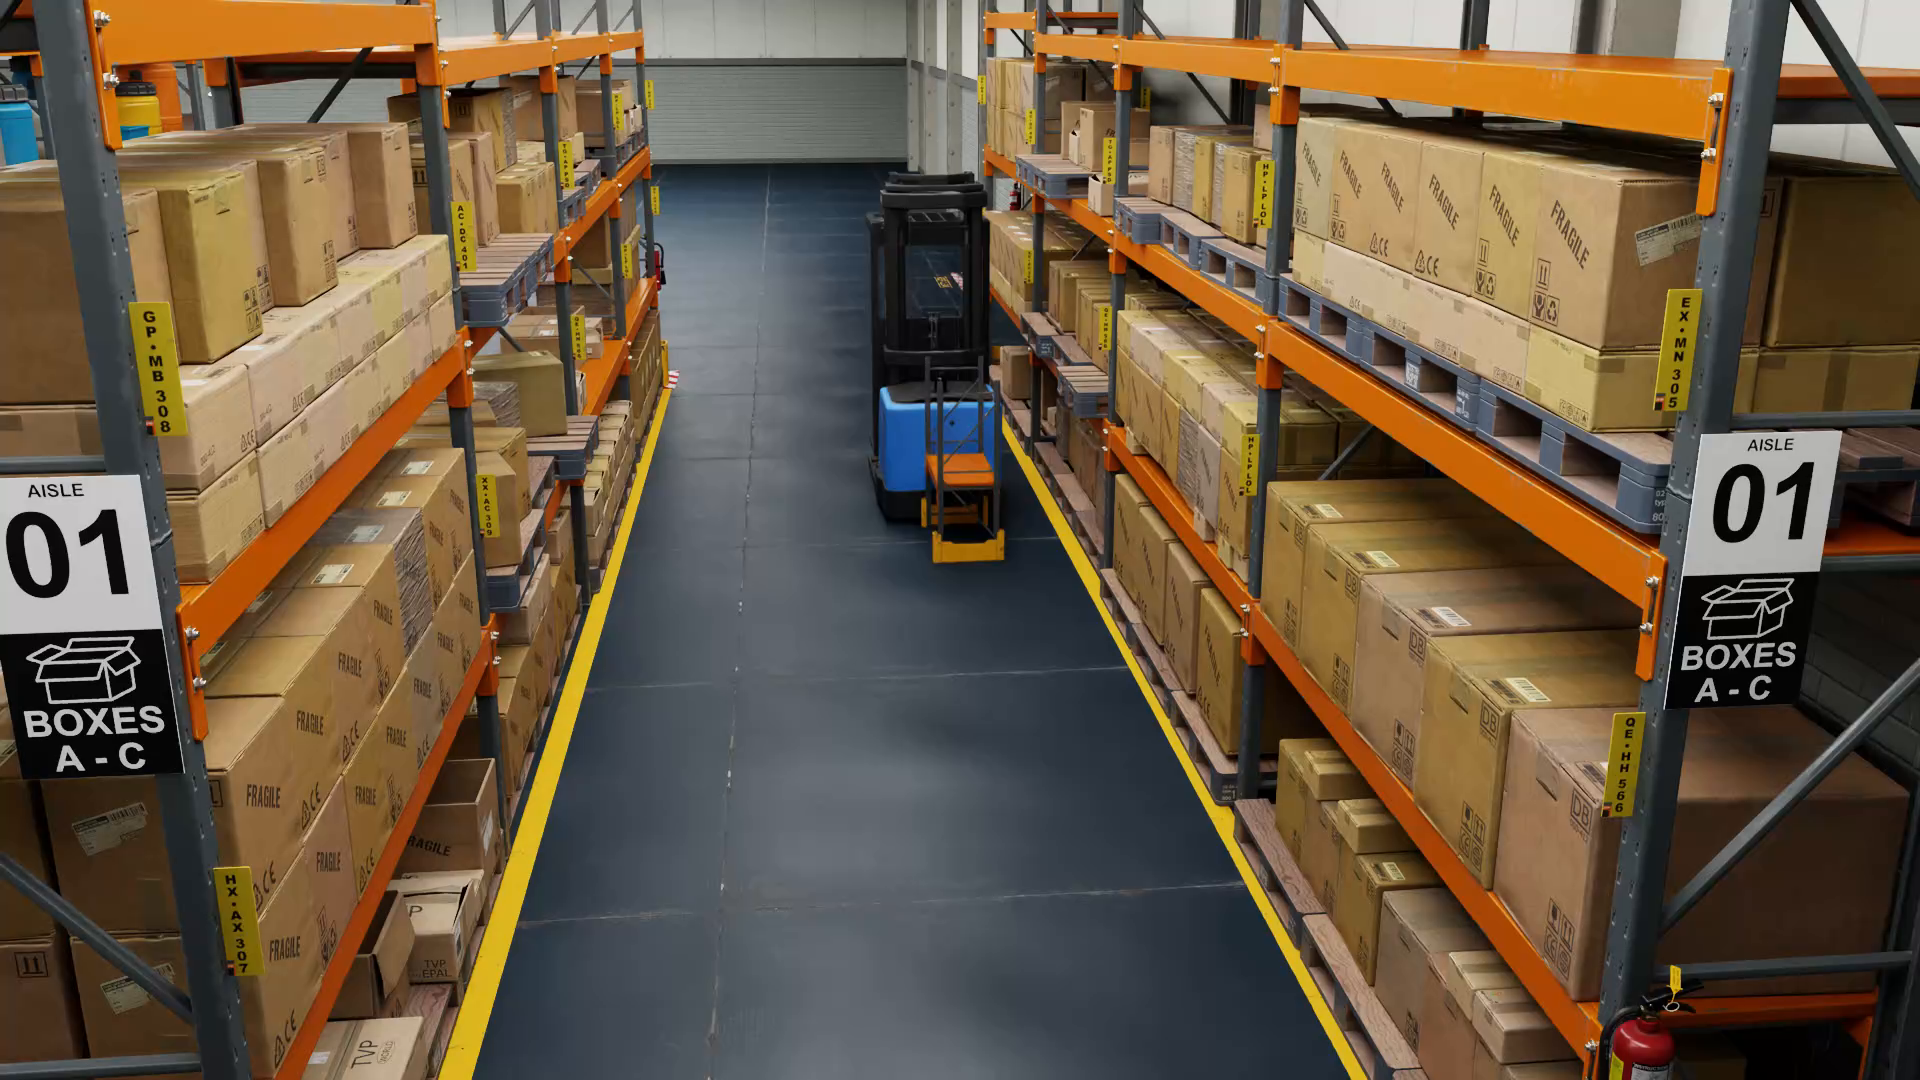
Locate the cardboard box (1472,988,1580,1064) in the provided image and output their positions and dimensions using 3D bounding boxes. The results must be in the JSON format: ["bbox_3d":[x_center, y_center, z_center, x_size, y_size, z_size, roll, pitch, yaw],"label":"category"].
[{"bbox_3d":[2.085,1.745,6.000,0.380,0.149,0.250,-2,18,-6],"label":"cardboard box"}]

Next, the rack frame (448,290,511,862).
[{"bbox_3d":[-2.889,0.263,8.332,1.000,3.000,0.127,-2,18,-6],"label":"rack frame"}]

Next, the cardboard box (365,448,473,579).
[{"bbox_3d":[-2.579,-0.119,7.713,0.500,0.500,0.500,-2,18,-5],"label":"cardboard box"}]

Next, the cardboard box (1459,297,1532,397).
[{"bbox_3d":[2.056,-0.672,5.685,0.500,0.250,0.500,-2,18,-8],"label":"cardboard box"}]

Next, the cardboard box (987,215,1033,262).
[{"bbox_3d":[0.592,-3.463,19.166,0.500,0.500,0.500,-2,18,-5],"label":"cardboard box"}]

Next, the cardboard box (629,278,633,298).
[{"bbox_3d":[-3.987,-2.916,18.291,0.700,0.500,0.500,-2,18,-5],"label":"cardboard box"}]

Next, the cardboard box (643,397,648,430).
[{"bbox_3d":[-3.507,-1.306,17.218,0.500,0.250,0.500,-2,18,-6],"label":"cardboard box"}]

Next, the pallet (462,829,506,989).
[{"bbox_3d":[-2.819,1.798,8.098,1.003,0.211,1.213,-2,18,-6],"label":"pallet"}]

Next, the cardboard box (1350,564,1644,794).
[{"bbox_3d":[2.233,0.562,6.879,0.980,0.700,0.700,-3,18,-8],"label":"cardboard box"}]

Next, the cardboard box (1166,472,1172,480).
[{"bbox_3d":[1.590,-0.485,11.100,0.380,0.149,0.250,-2,17,-5],"label":"cardboard box"}]

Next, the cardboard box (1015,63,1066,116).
[{"bbox_3d":[0.824,-4.545,16.769,0.500,0.500,0.500,-1,17,-3],"label":"cardboard box"}]

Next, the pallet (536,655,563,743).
[{"bbox_3d":[-3.139,0.988,10.678,1.003,0.211,1.213,-2,18,-6],"label":"pallet"}]

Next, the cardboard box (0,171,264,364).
[{"bbox_3d":[-2.513,-0.805,4.891,0.700,0.500,0.500,-2,18,-6],"label":"cardboard box"}]

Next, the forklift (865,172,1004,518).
[{"bbox_3d":[-0.301,-1.988,15.615,1.130,2.935,3.031,-2,18,-6],"label":"forklift"}]

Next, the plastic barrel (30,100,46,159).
[{"bbox_3d":[-8.490,-3.788,15.339,0.421,0.512,0.421,0,17,0],"label":"plastic barrel"}]

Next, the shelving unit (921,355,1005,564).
[{"bbox_3d":[0.012,-0.694,13.883,0.587,1.500,1.083,-2,18,-6],"label":"shelving unit"}]

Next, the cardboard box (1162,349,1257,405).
[{"bbox_3d":[1.587,-1.036,10.520,0.500,0.250,0.500,-2,18,-7],"label":"cardboard box"}]

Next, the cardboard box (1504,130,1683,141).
[{"bbox_3d":[2.472,-1.347,6.582,0.500,0.500,0.500,-2,18,-7],"label":"cardboard box"}]

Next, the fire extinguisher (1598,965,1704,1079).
[{"bbox_3d":[2.007,1.574,4.906,0.296,0.674,0.183,-2,18,-6],"label":"fire extinguisher"}]

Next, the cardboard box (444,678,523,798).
[{"bbox_3d":[-2.696,1.094,9.124,0.500,0.500,0.500,-3,18,-8],"label":"cardboard box"}]

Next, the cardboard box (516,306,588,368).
[{"bbox_3d":[-3.597,-1.782,14.679,0.500,0.500,0.500,-1,17,-2],"label":"cardboard box"}]

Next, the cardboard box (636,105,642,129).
[{"bbox_3d":[-3.745,-4.604,18.143,0.500,0.250,0.500,-2,18,-6],"label":"cardboard box"}]

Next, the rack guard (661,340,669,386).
[{"bbox_3d":[-4.129,-2.127,20.117,1.175,0.500,0.348,-2,18,-6],"label":"rack guard"}]

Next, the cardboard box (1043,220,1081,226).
[{"bbox_3d":[1.160,-3.324,18.723,0.500,0.500,0.500,-2,18,-7],"label":"cardboard box"}]

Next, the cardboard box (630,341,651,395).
[{"bbox_3d":[-3.554,-1.813,17.581,0.500,0.500,0.500,-2,18,-6],"label":"cardboard box"}]

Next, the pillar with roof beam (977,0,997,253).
[{"bbox_3d":[-3.787,-9.589,29.698,9.100,9.000,0.400,-2,18,-6],"label":"pillar with roof beam"}]

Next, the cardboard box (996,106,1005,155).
[{"bbox_3d":[0.664,-4.532,18.396,0.500,0.500,0.500,-1,17,-3],"label":"cardboard box"}]

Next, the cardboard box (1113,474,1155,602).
[{"bbox_3d":[1.571,-0.035,12.167,0.750,0.750,0.750,-2,18,-6],"label":"cardboard box"}]

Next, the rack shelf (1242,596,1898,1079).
[{"bbox_3d":[2.244,1.048,7.033,1.077,0.370,4.000,-2,18,-6],"label":"rack shelf"}]

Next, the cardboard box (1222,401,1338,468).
[{"bbox_3d":[1.736,-0.580,9.066,0.500,0.250,0.500,-1,17,-4],"label":"cardboard box"}]

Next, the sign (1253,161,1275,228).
[{"bbox_3d":[1.499,-1.700,8.187,0.100,0.325,0.005,-2,18,-6],"label":"sign"}]

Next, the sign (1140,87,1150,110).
[{"bbox_3d":[1.765,-4.159,15.887,0.100,0.325,0.005,-2,18,-6],"label":"sign"}]

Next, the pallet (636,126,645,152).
[{"bbox_3d":[-4.079,-4.490,18.611,1.003,0.211,1.213,-2,18,-6],"label":"pallet"}]

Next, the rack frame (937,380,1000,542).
[{"bbox_3d":[0.070,-0.545,13.410,0.500,1.500,0.032,-2,18,-6],"label":"rack frame"}]

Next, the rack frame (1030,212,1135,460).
[{"bbox_3d":[1.213,-2.275,16.415,1.000,3.000,0.127,-2,18,-6],"label":"rack frame"}]

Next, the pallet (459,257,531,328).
[{"bbox_3d":[-2.886,-1.275,8.537,1.213,0.211,1.003,-2,18,-6],"label":"pallet"}]

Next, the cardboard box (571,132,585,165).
[{"bbox_3d":[-3.660,-3.497,14.849,0.500,0.250,0.500,0,17,0],"label":"cardboard box"}]

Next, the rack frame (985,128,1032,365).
[{"bbox_3d":[0.800,-3.467,20.211,1.000,3.000,0.127,-2,18,-6],"label":"rack frame"}]

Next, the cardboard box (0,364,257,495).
[{"bbox_3d":[-2.270,-0.305,4.548,0.500,0.250,0.500,-2,18,-6],"label":"cardboard box"}]

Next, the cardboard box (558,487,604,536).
[{"bbox_3d":[-3.063,-0.250,12.919,0.500,0.311,0.500,-1,17,-4],"label":"cardboard box"}]

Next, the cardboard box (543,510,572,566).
[{"bbox_3d":[-2.961,-0.016,11.407,0.500,0.250,0.500,-1,17,-4],"label":"cardboard box"}]

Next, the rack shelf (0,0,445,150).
[{"bbox_3d":[-2.682,-1.659,5.644,1.077,0.370,4.000,-2,18,-6],"label":"rack shelf"}]

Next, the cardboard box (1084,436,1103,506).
[{"bbox_3d":[1.483,-0.617,14.575,0.700,0.500,0.500,-2,18,-6],"label":"cardboard box"}]

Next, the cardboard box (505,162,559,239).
[{"bbox_3d":[-3.223,-2.279,11.253,0.910,0.500,0.500,-2,18,-6],"label":"cardboard box"}]

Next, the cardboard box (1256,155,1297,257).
[{"bbox_3d":[2.057,-1.846,9.139,0.700,0.500,0.500,-3,18,-9],"label":"cardboard box"}]

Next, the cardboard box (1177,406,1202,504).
[{"bbox_3d":[1.634,-0.522,10.135,0.500,0.500,0.500,-2,18,-6],"label":"cardboard box"}]

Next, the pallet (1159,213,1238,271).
[{"bbox_3d":[1.863,-1.901,10.531,1.003,0.211,1.213,-1,17,-3],"label":"pallet"}]

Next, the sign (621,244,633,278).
[{"bbox_3d":[-3.175,-2.655,15.825,0.100,0.325,0.005,-2,18,-6],"label":"sign"}]

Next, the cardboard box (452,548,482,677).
[{"bbox_3d":[-2.582,0.356,7.868,0.500,0.500,0.500,-1,17,-5],"label":"cardboard box"}]

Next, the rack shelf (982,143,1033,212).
[{"bbox_3d":[1.007,-3.959,17.972,1.077,0.370,4.000,-2,18,-6],"label":"rack shelf"}]

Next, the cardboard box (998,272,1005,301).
[{"bbox_3d":[0.699,-2.792,18.281,0.500,0.250,0.500,-2,18,-5],"label":"cardboard box"}]

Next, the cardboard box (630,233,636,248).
[{"bbox_3d":[-3.819,-3.332,18.534,0.380,0.149,0.250,-2,17,-5],"label":"cardboard box"}]

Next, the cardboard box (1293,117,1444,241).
[{"bbox_3d":[1.833,-1.636,7.502,0.500,0.500,0.500,-2,18,-6],"label":"cardboard box"}]

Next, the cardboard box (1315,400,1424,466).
[{"bbox_3d":[2.250,-0.593,9.110,0.500,0.250,0.500,-1,17,-4],"label":"cardboard box"}]
